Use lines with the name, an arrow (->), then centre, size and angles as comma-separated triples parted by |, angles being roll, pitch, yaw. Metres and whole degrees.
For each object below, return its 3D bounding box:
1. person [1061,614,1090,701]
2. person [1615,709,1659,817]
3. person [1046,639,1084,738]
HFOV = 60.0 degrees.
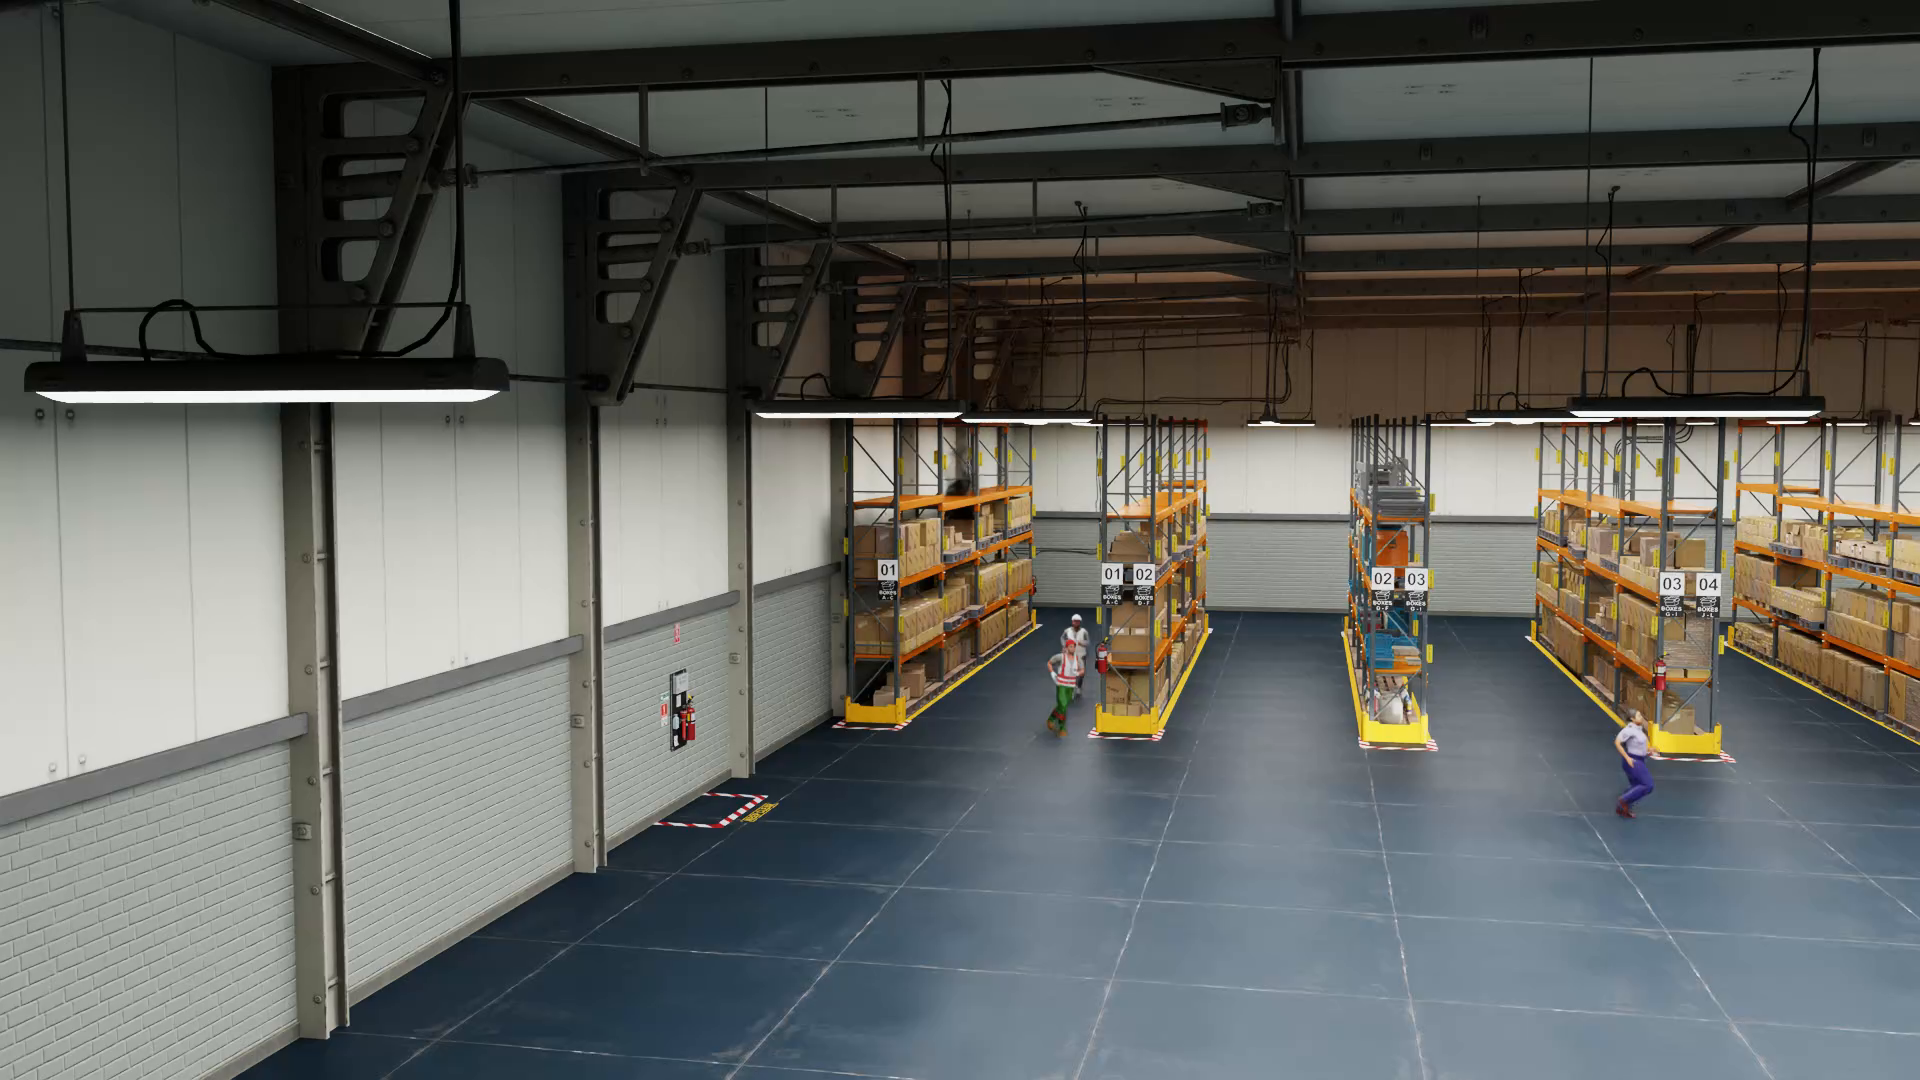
person -> 2.454, 2.491, 35.324 | 0.624, 1.830, 0.752 | 0, 4, 3
person -> 9.943, 3.286, 24.421 | 0.583, 1.609, 0.591 | 2, 4, 30
person -> 2.006, 2.766, 31.274 | 0.673, 1.819, 0.891 | -2, 4, -25
